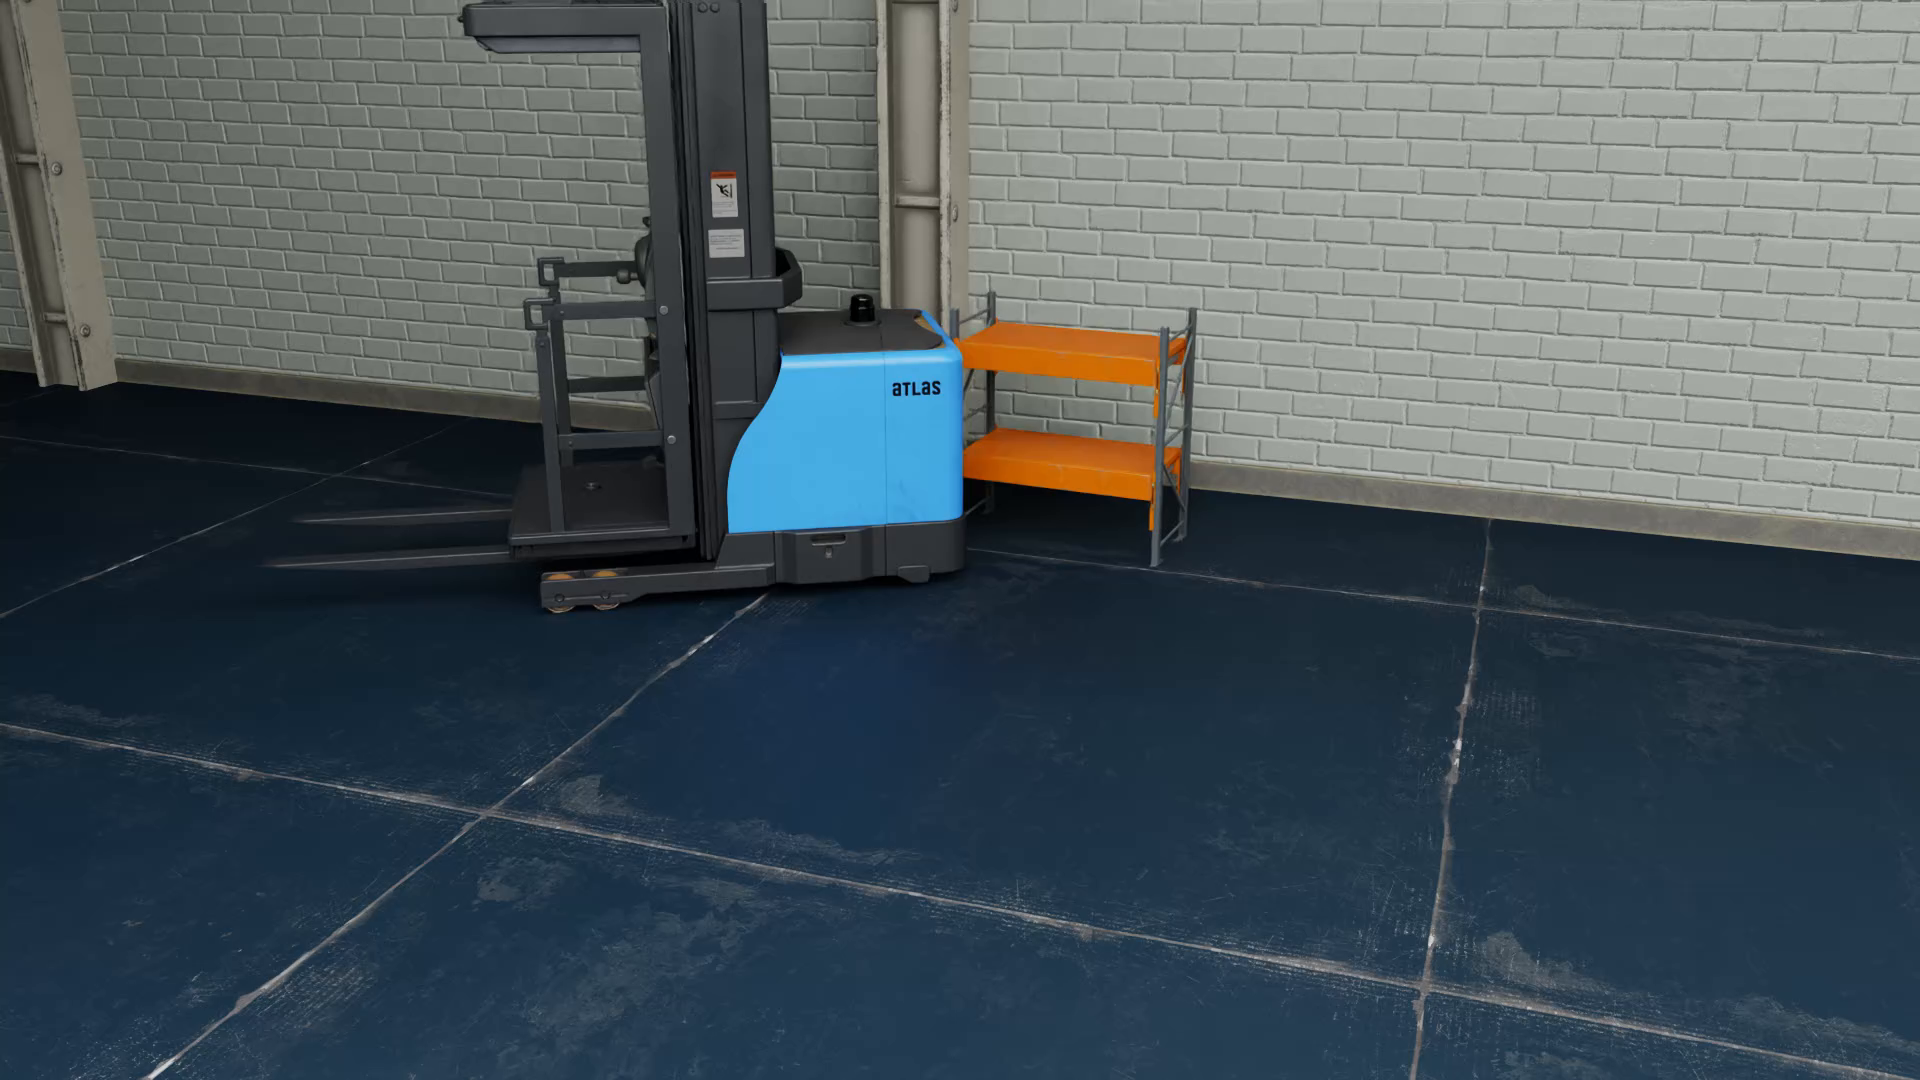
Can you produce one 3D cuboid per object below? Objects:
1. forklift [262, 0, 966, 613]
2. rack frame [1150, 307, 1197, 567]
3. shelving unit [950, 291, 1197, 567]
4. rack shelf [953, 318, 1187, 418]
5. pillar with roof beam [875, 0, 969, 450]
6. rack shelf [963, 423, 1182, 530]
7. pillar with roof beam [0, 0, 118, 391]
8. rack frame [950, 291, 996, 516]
[{"bbox_3d":[-1.540,-1.258,7.233,3.031,2.935,1.130,-3,20,-10],"label":"forklift"},{"bbox_3d":[0.997,-0.481,7.749,0.032,1.125,0.500,8,21,22],"label":"rack frame"},{"bbox_3d":[0.530,-0.548,7.938,1.048,1.125,0.538,8,21,22],"label":"shelving unit"},{"bbox_3d":[0.530,-0.824,7.842,1.000,0.278,0.538,8,21,22],"label":"rack shelf"},{"bbox_3d":[-1.602,-3.307,3.892,0.400,9.000,9.100,7,20,18],"label":"pillar with roof beam"},{"bbox_3d":[0.530,-0.317,8.019,1.000,0.278,0.538,8,21,22],"label":"rack shelf"},{"bbox_3d":[-7.270,-3.955,5.752,0.400,9.000,9.100,7,20,18],"label":"pillar with roof beam"},{"bbox_3d":[0.063,-0.614,8.128,0.032,1.125,0.500,8,21,22],"label":"rack frame"}]
